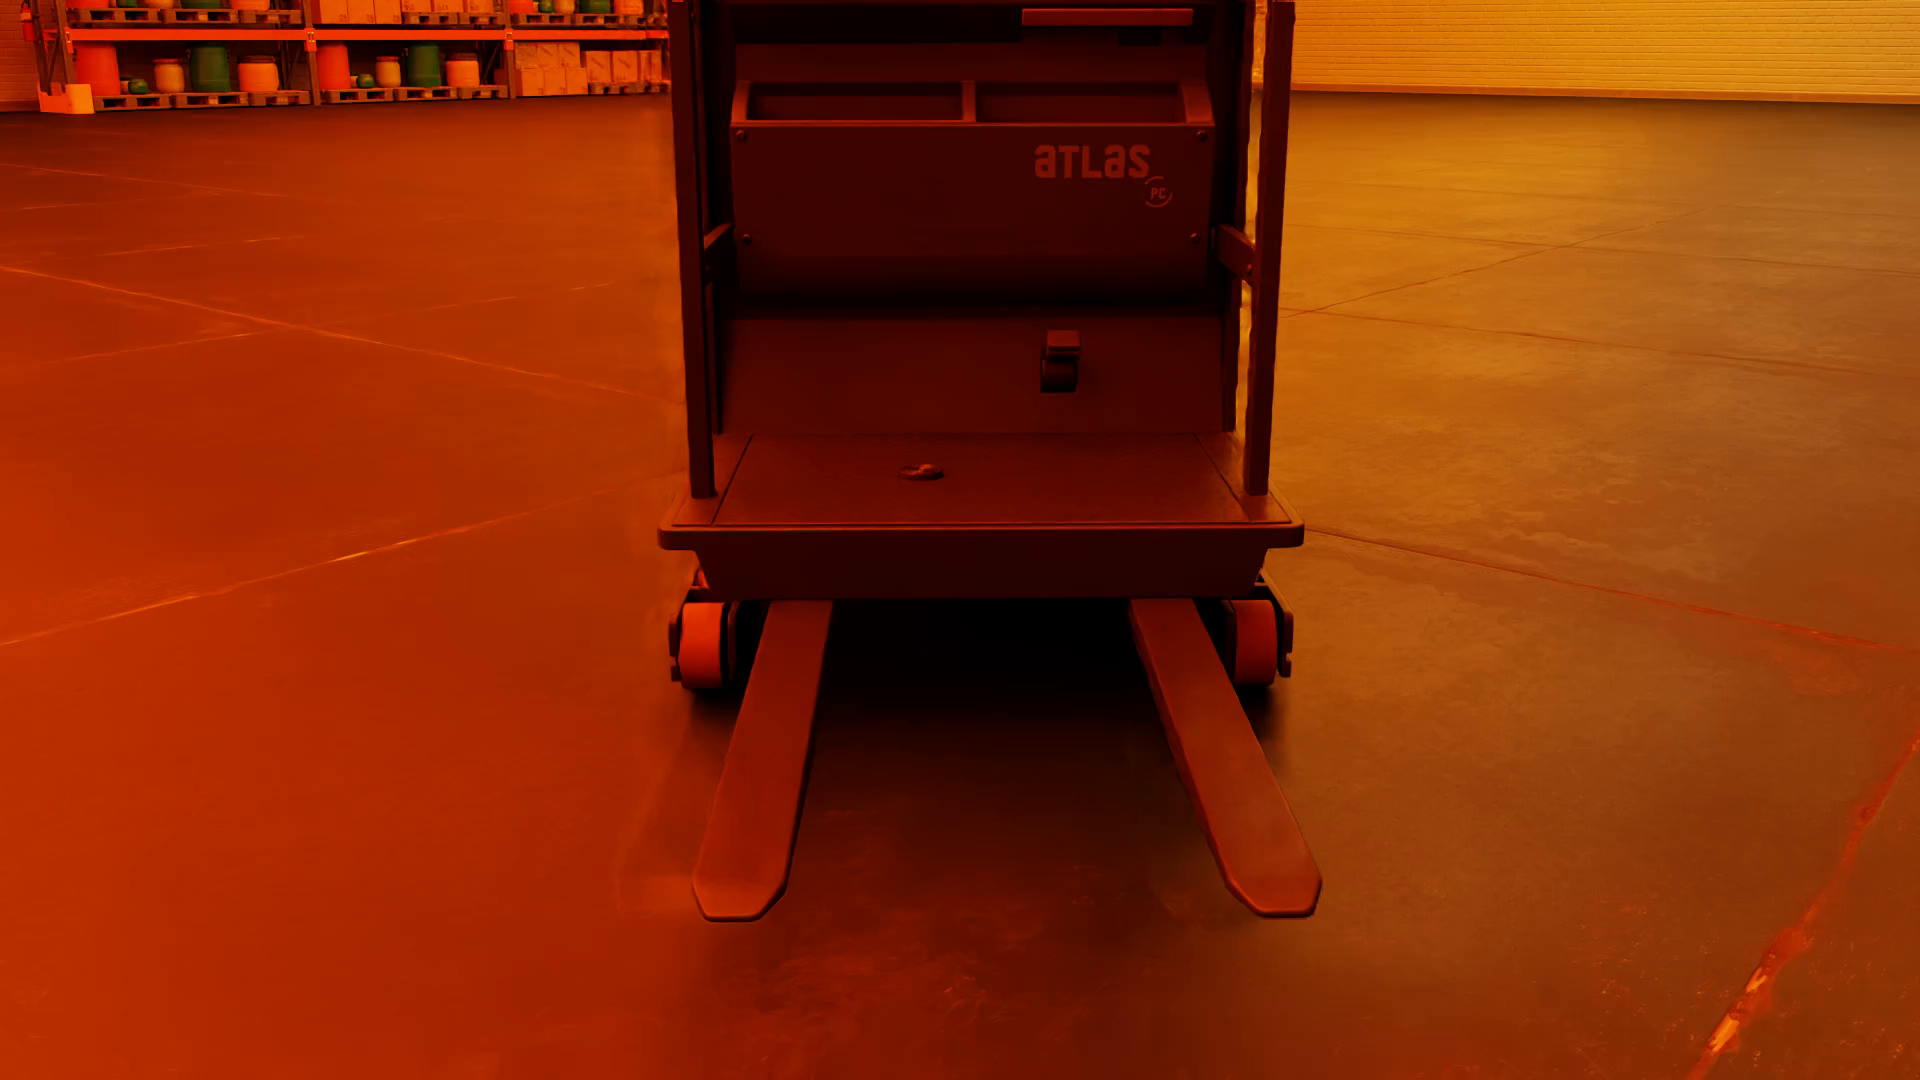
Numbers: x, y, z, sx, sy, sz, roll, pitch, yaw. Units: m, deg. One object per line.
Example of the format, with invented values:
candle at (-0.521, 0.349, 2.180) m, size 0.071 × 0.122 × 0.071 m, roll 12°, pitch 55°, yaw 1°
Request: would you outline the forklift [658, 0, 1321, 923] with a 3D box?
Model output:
forklift at (0.030, -1.218, 2.909) m, size 1.130 × 2.935 × 3.031 m, roll 0°, pitch 17°, yaw -1°
